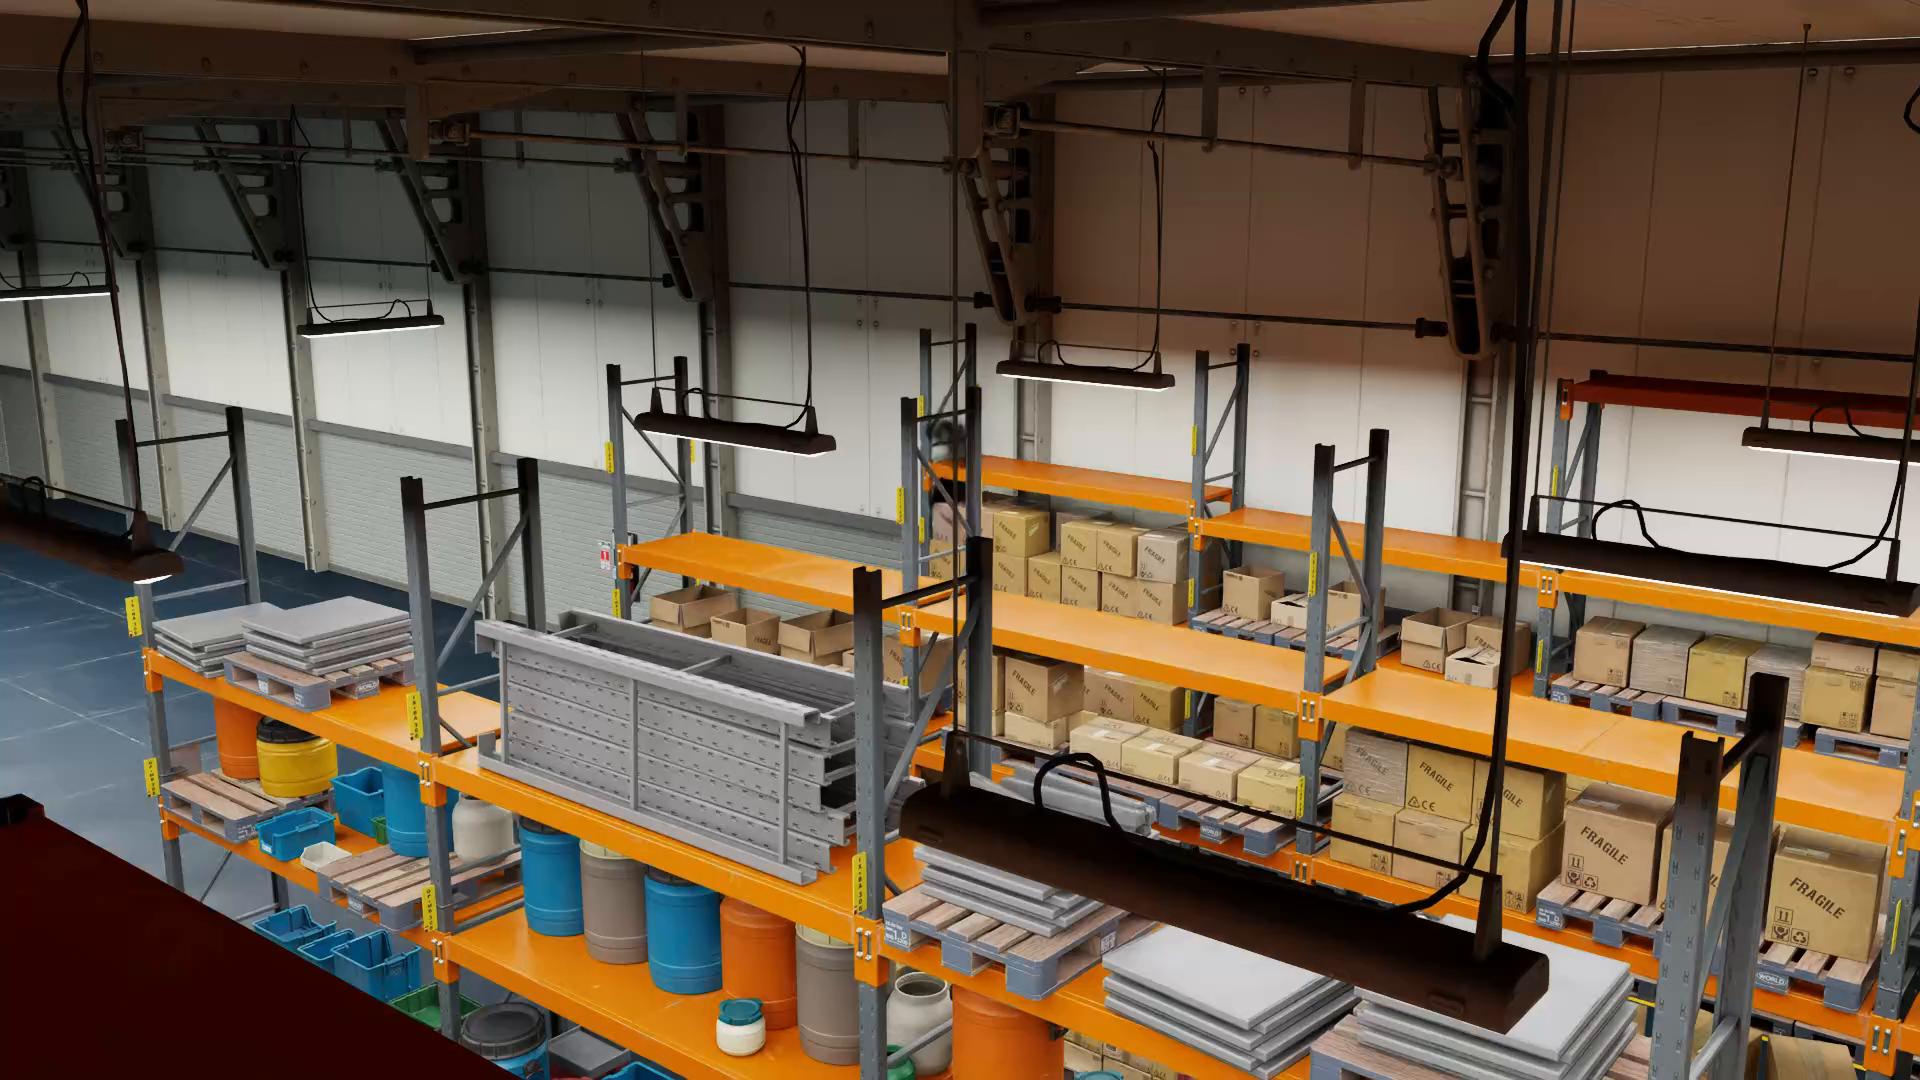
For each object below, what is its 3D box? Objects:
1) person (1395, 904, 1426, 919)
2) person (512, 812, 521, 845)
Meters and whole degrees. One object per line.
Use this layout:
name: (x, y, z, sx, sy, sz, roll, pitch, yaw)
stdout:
person: (3.972, 3.951, 14.777, 0.856, 1.766, 0.682, 8, 15, 31)
person: (-5.158, 3.073, 19.206, 0.937, 1.547, 0.607, -4, 13, -17)
